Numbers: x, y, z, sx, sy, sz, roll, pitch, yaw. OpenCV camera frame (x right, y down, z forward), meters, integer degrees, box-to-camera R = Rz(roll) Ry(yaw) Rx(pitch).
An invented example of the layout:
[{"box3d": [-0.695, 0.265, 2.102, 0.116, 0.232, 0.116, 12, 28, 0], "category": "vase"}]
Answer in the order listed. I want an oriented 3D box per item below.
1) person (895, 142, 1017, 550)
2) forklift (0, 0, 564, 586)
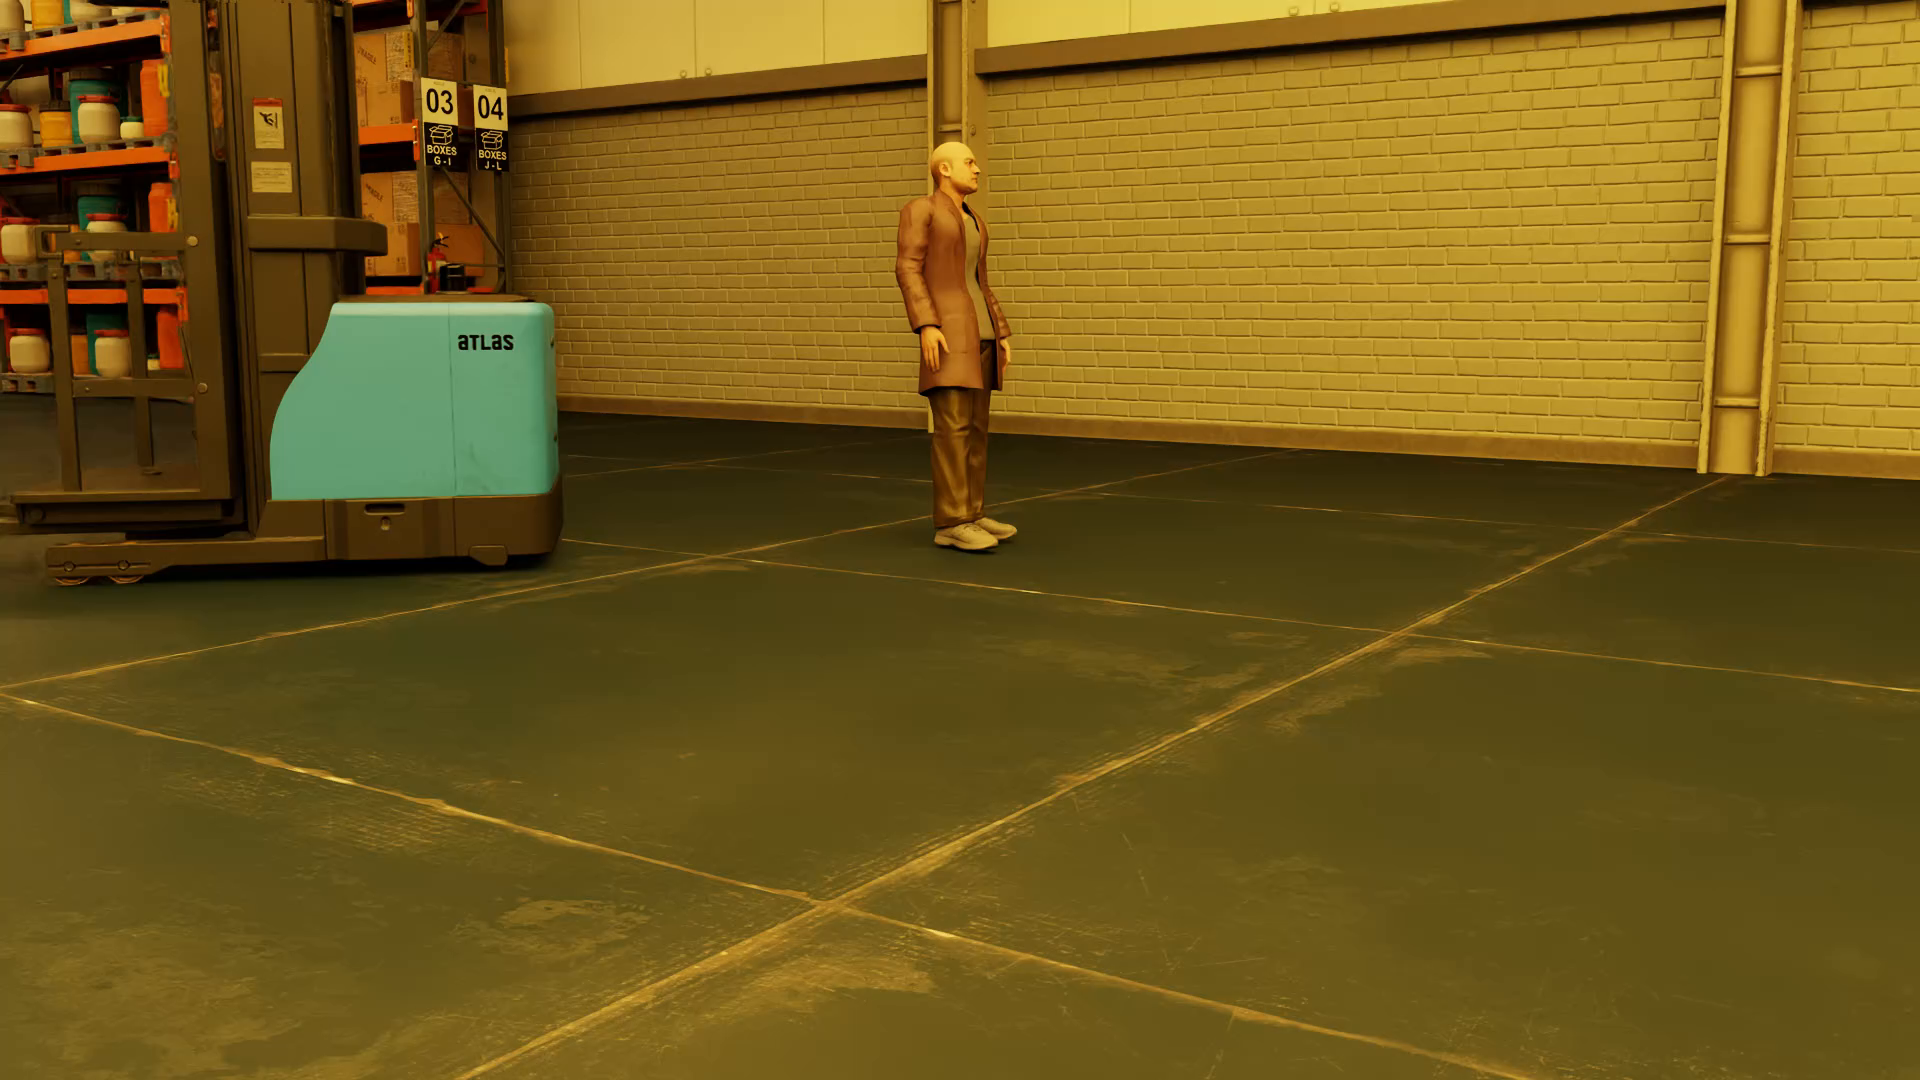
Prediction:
[{"box3d": [0.072, -0.880, 7.423, 0.582, 1.776, 0.696, 5, 10, 34], "category": "person"}, {"box3d": [-3.224, -1.356, 6.730, 3.031, 2.935, 1.130, -2, 8, -11], "category": "forklift"}]
